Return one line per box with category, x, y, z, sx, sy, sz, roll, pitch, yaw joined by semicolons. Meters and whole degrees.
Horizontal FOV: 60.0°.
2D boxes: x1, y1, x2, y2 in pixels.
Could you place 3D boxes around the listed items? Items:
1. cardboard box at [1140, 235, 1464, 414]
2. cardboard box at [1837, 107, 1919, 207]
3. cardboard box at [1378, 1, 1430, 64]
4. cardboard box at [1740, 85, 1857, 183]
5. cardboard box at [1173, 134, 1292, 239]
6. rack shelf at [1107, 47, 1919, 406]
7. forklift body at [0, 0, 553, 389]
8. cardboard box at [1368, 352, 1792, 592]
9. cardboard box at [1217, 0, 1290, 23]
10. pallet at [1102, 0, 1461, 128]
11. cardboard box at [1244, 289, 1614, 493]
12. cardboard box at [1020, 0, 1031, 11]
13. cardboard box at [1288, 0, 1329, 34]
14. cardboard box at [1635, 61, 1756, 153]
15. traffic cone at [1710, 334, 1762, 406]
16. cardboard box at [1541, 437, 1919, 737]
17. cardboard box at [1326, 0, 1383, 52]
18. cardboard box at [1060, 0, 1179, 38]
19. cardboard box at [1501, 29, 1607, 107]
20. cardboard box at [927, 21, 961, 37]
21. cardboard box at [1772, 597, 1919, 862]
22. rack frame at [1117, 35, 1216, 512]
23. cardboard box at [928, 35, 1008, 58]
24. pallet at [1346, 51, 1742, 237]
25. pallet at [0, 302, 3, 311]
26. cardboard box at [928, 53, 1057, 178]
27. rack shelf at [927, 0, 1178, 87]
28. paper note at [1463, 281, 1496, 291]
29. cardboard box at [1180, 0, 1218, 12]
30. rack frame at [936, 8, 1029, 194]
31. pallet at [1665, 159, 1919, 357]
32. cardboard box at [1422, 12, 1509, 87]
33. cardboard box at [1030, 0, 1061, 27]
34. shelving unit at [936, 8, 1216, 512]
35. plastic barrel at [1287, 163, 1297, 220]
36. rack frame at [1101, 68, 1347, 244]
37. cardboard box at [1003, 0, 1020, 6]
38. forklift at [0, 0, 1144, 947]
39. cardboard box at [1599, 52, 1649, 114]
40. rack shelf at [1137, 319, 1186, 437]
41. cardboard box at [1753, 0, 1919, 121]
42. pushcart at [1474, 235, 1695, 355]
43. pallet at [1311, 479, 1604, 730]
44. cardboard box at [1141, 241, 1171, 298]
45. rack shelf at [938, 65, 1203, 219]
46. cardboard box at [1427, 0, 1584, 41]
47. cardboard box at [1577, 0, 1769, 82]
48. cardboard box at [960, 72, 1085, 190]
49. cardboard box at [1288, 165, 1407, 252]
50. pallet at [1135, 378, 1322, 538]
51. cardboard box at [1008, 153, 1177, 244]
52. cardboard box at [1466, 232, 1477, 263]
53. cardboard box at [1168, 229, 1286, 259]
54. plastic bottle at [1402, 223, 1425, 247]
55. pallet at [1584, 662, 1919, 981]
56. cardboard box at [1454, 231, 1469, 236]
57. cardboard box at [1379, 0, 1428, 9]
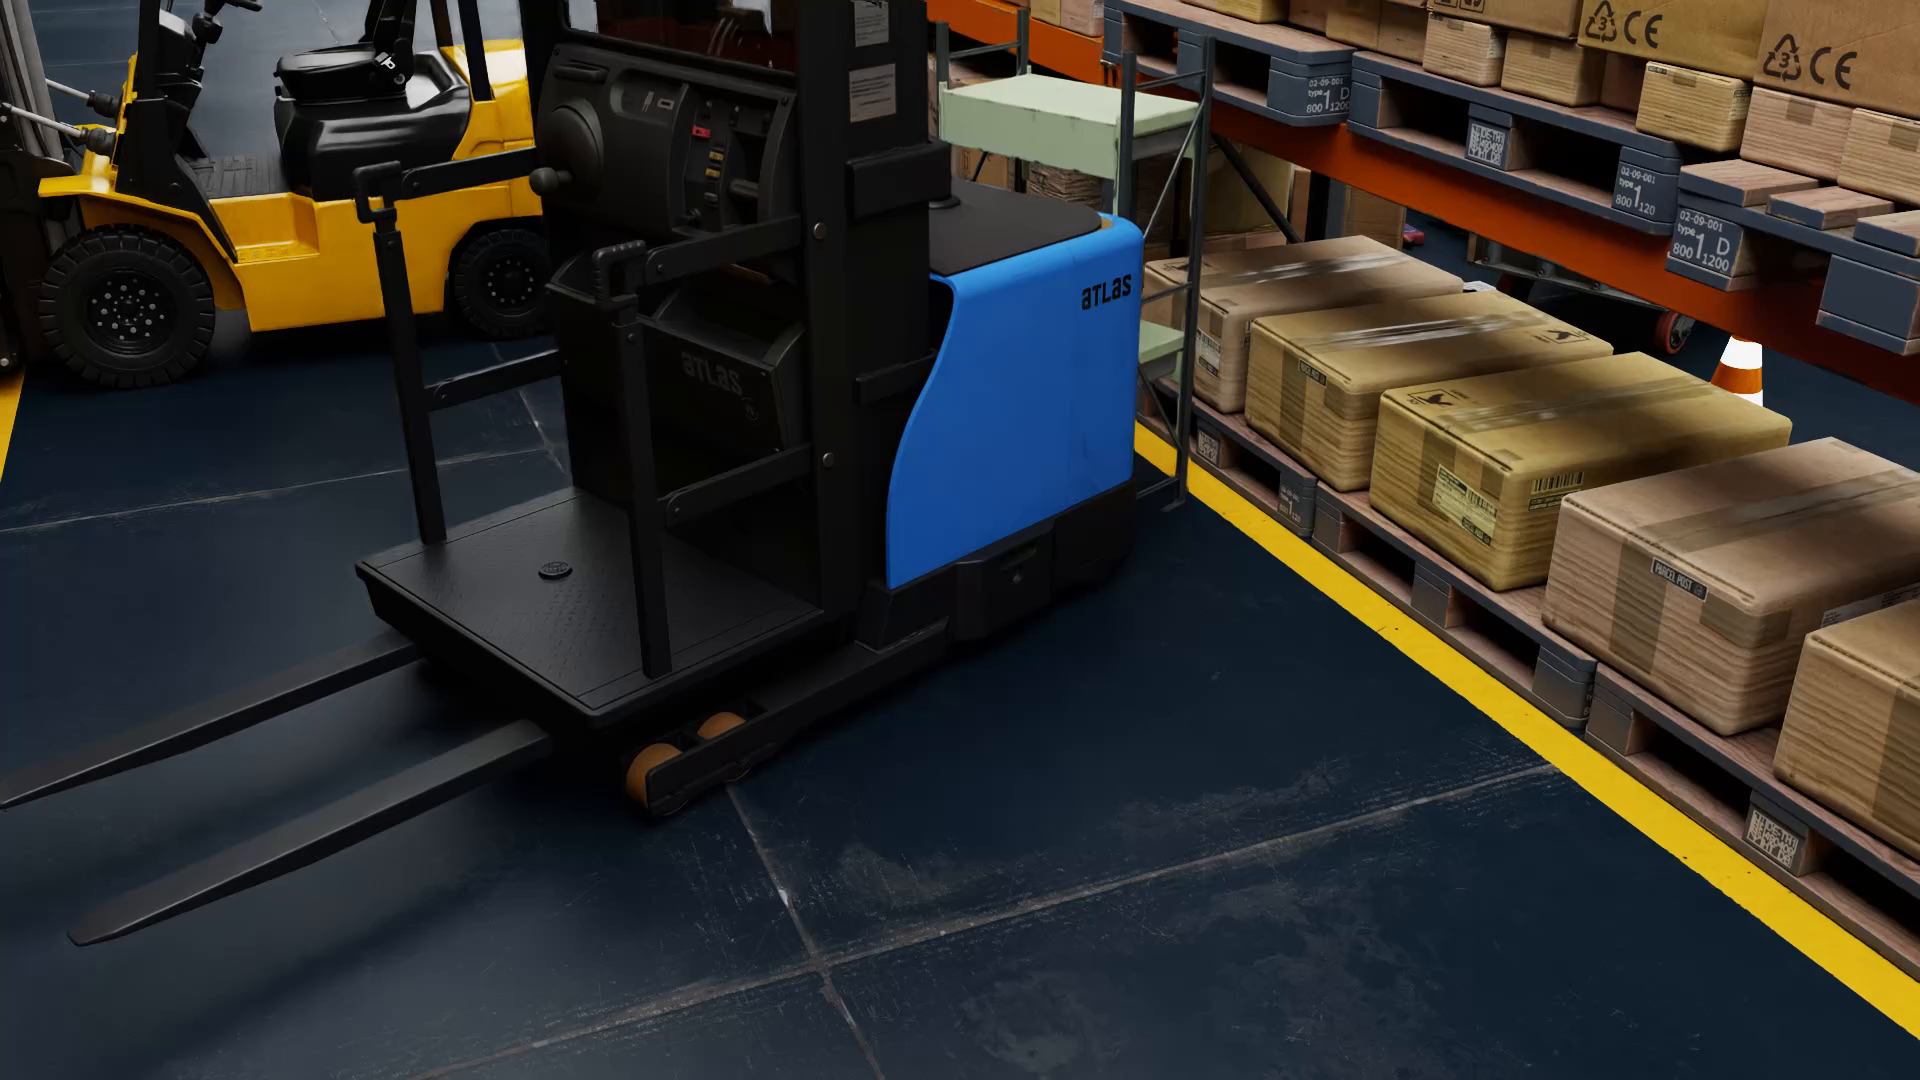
cardboard box;1.209;-0.789;5.964;0.950;0.372;0.625;-10;28;-20
cardboard box;1.912;-0.736;3.145;0.380;0.149;0.250;-11;28;-21
cardboard box;1.356;-1.376;4.458;0.380;0.149;0.250;-10;28;-20
cardboard box;1.820;-0.839;3.356;0.380;0.149;0.250;-12;28;-23
cardboard box;1.019;-1.568;6.842;0.500;0.500;0.500;-9;27;-18
rack shelf;1.785;-0.862;4.417;1.077;0.370;4.000;-11;28;-21
forklift body;-2.710;-1.920;6.731;2.313;2.155;1.214;-11;28;-21
cardboard box;1.768;-0.219;4.797;0.950;0.372;0.625;-10;28;-19
cardboard box;1.017;-1.689;5.098;0.380;0.149;0.250;-10;28;-20
pallet;1.167;-1.573;5.272;1.003;0.211;1.213;-11;28;-21
cardboard box;1.494;-0.500;5.371;0.950;0.372;0.625;-9;27;-17
cardboard box;0.461;-2.176;6.573;0.380;0.149;0.250;-10;28;-20
cardboard box;1.198;-1.588;4.891;0.380;0.149;0.250;-9;27;-17
cardboard box;1.700;-0.947;3.579;0.380;0.149;0.250;-10;28;-20
traffic cone;2.775;-0.593;5.937;0.336;0.463;0.334;-11;28;-21
cardboard box;2.059;0.088;4.168;0.950;0.372;0.625;-11;28;-22
cardboard box;1.260;-1.477;4.663;0.380;0.149;0.250;-10;28;-20
cardboard box;0.595;-1.957;6.126;0.380;0.149;0.250;-11;28;-21
cardboard box;1.543;-1.158;4.010;0.380;0.149;0.250;-12;28;-22
cardboard box;-0.285;-2.305;8.352;0.500;0.500;0.500;-12;28;-23
cardboard box;2.356;0.384;3.561;0.950;0.372;0.625;-13;29;-24
rack frame;0.598;-0.735;5.046;0.023;1.500;0.400;23;34;39
cardboard box;-0.096;-2.101;7.935;0.500;0.500;0.500;-10;28;-20
pallet;1.755;-1.084;4.270;1.003;0.211;1.213;-11;28;-21
pallet;-4.319;-0.707;6.457;1.003;0.211;1.213;-11;28;-21
cardboard box;0.121;-1.886;7.496;0.500;0.500;0.500;-9;27;-18
rack shelf;0.218;-2.477;7.724;1.077;0.370;4.000;-11;28;-21
paper note;2.364;-1.166;7.603;0.148;0.019;0.142;-11;28;-21
cardboard box;0.927;-1.791;5.308;0.380;0.149;0.250;-10;28;-20
rack frame;0.074;-0.959;5.505;0.023;1.500;0.400;23;34;39
pallet;2.191;-0.561;3.199;1.213;0.211;1.003;-11;28;-21
cardboard box;1.412;-1.260;4.220;0.380;0.149;0.250;-9;28;-19
cardboard box;0.491;-2.057;6.330;0.380;0.149;0.250;-10;28;-19
shelving unit;0.336;-0.847;5.275;0.755;1.500;0.431;23;34;39
plastic barrel;1.637;-1.876;8.610;0.512;0.421;0.421;8;27;15
rack frame;1.001;-1.993;5.913;1.000;3.000;0.127;-11;28;-21
cardboard box;0.376;-2.278;6.784;0.380;0.149;0.250;-11;28;-21
forklift;-0.861;-0.923;3.799;1.130;2.935;3.031;23;34;39
cardboard box;1.717;-1.070;3.831;0.380;0.149;0.250;-10;28;-20
rack shelf;0.336;-0.554;5.418;0.720;0.370;0.431;23;34;39
cardboard box;1.922;-1.088;3.128;0.500;0.500;0.500;-11;28;-21
pushcart;3.080;-1.226;7.332;1.648;0.377;0.936;-22;34;-38
pallet;1.789;0.068;4.871;1.003;0.211;1.213;-11;28;-21
cardboard box;0.523;-1.138;6.818;0.500;0.250;0.500;-9;28;-18
rack shelf;0.336;-1.198;5.104;0.720;0.370;0.431;23;34;39
cardboard box;1.510;-1.512;3.996;0.500;0.500;0.500;-12;28;-23
cardboard box;1.723;-1.291;3.545;0.500;0.500;0.500;-13;29;-24
cardboard box;0.322;-1.681;7.074;0.500;0.500;0.500;-10;28;-20
cardboard box;1.834;-1.537;7.825;0.500;0.500;0.500;8;27;15
pallet;1.308;-0.426;5.881;1.003;0.211;1.213;-11;28;-21
cardboard box;0.523;-1.476;6.654;0.500;0.500;0.500;-11;28;-21
cardboard box;2.657;-1.462;7.942;0.396;0.266;0.258;13;29;24
cardboard box;1.019;-1.231;7.007;0.500;0.250;0.500;-12;28;-23
plastic bottle;2.222;-1.516;8.284;0.133;0.061;0.283;-6;27;-12
pallet;2.263;0.559;3.864;1.003;0.211;1.213;-11;28;-21
cardboard box;2.826;-1.897;8.406;0.797;0.637;0.503;-11;28;-21
cardboard box;1.299;-1.718;4.417;0.500;0.500;0.500;-11;28;-21
